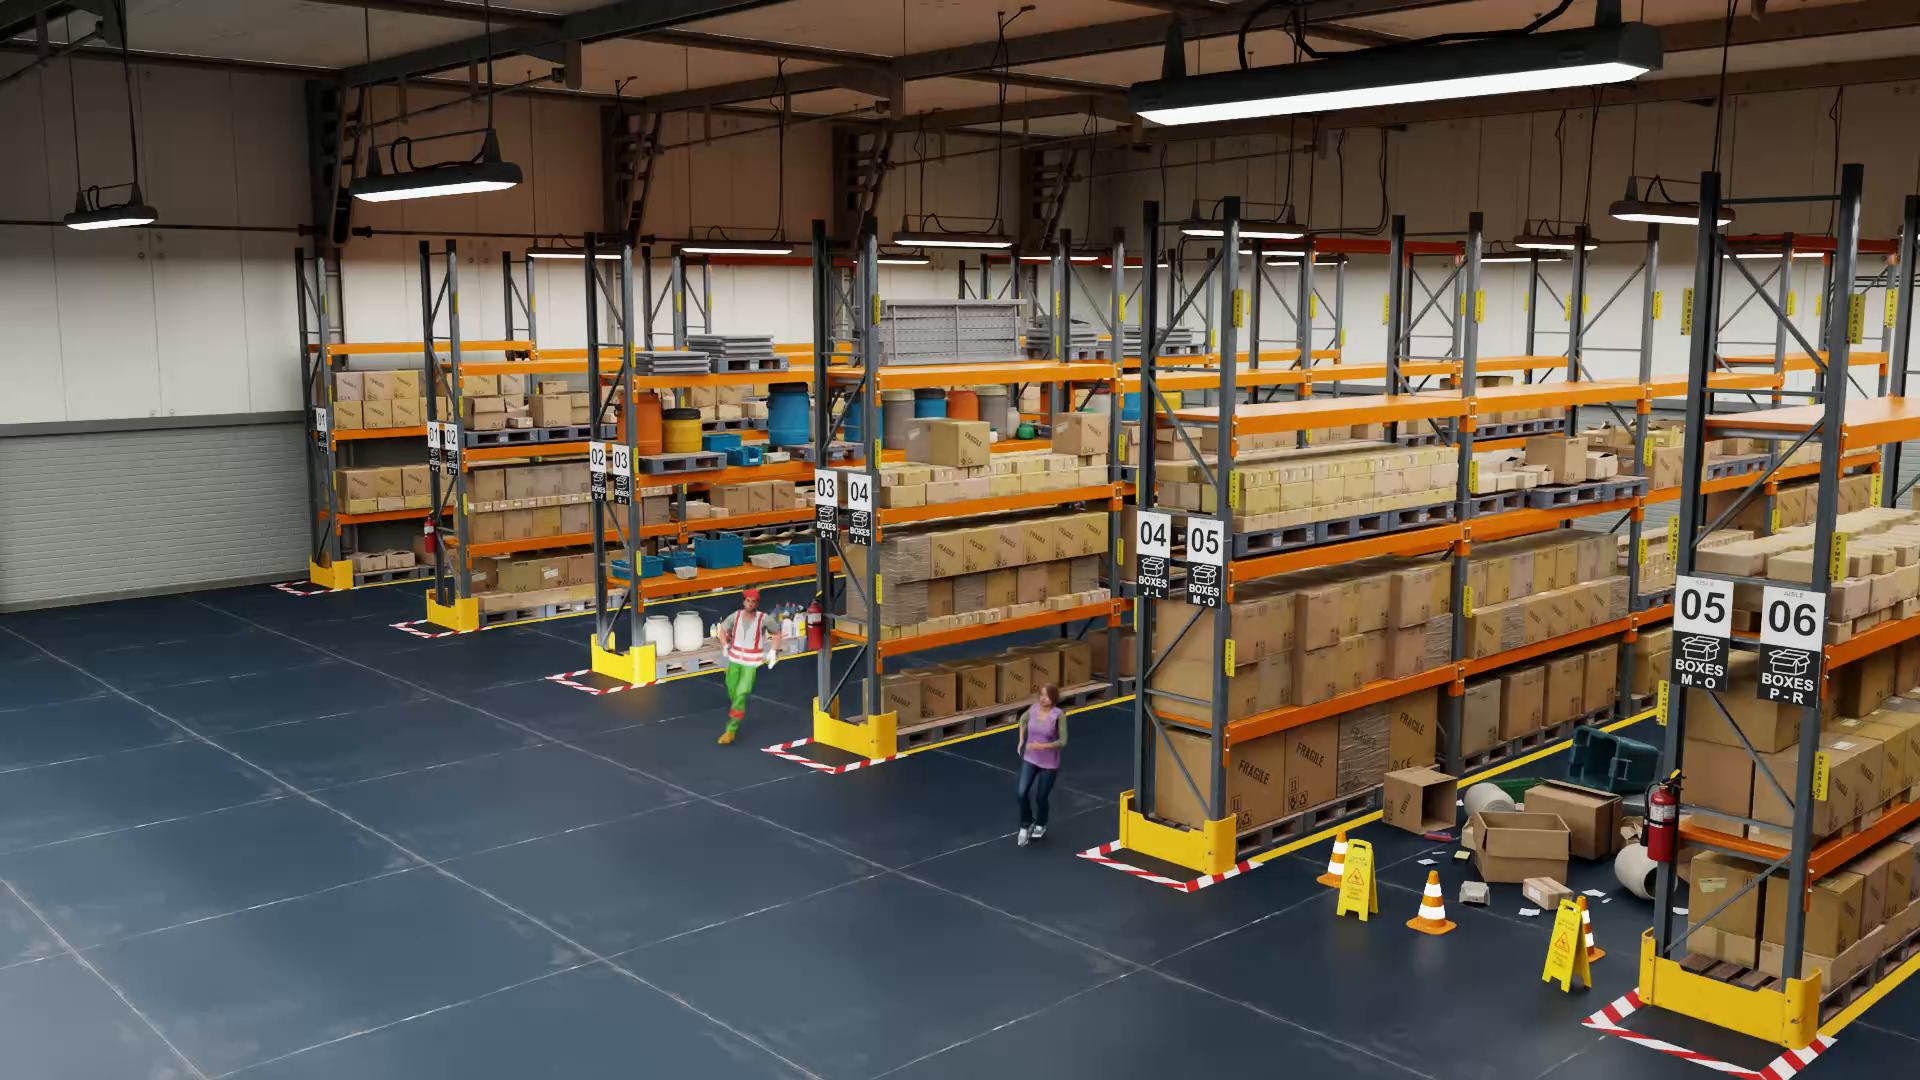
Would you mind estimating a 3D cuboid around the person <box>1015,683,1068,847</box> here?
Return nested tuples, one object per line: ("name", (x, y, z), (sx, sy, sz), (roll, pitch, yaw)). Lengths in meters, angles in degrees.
("person", (0.766, 2.118, 15.668), (0.529, 1.564, 0.615), (3, 9, 18))

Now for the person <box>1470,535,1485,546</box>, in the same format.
("person", (7.683, 0.656, 24.843), (0.657, 1.780, 0.897), (8, 11, 42))

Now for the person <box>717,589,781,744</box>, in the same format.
("person", (-2.501, 1.435, 19.470), (0.716, 1.751, 0.986), (2, 9, 12))
